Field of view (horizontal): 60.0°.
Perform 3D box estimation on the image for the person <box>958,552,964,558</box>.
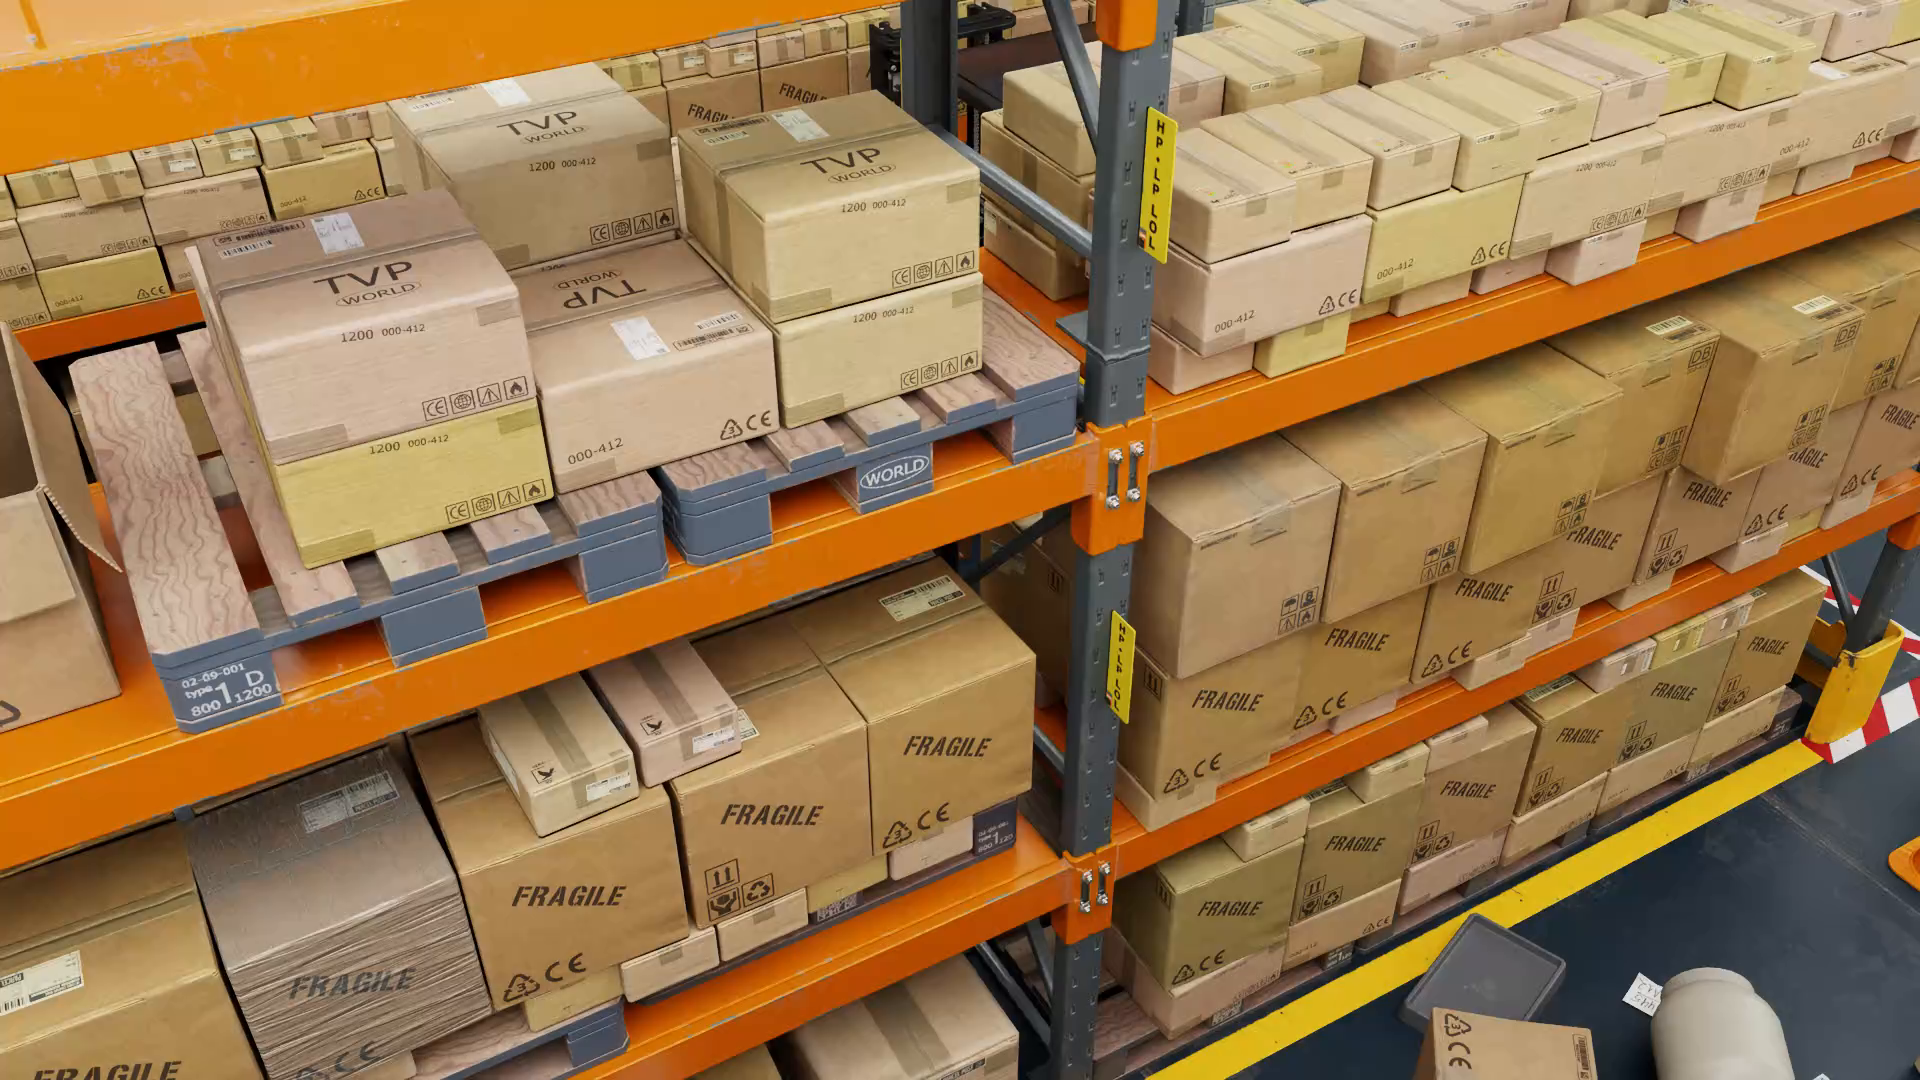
[{"bbox_3d":[-0.294,0.135,6.759,0.551,1.664,0.425,-18,41,-23],"label":"person"}]
